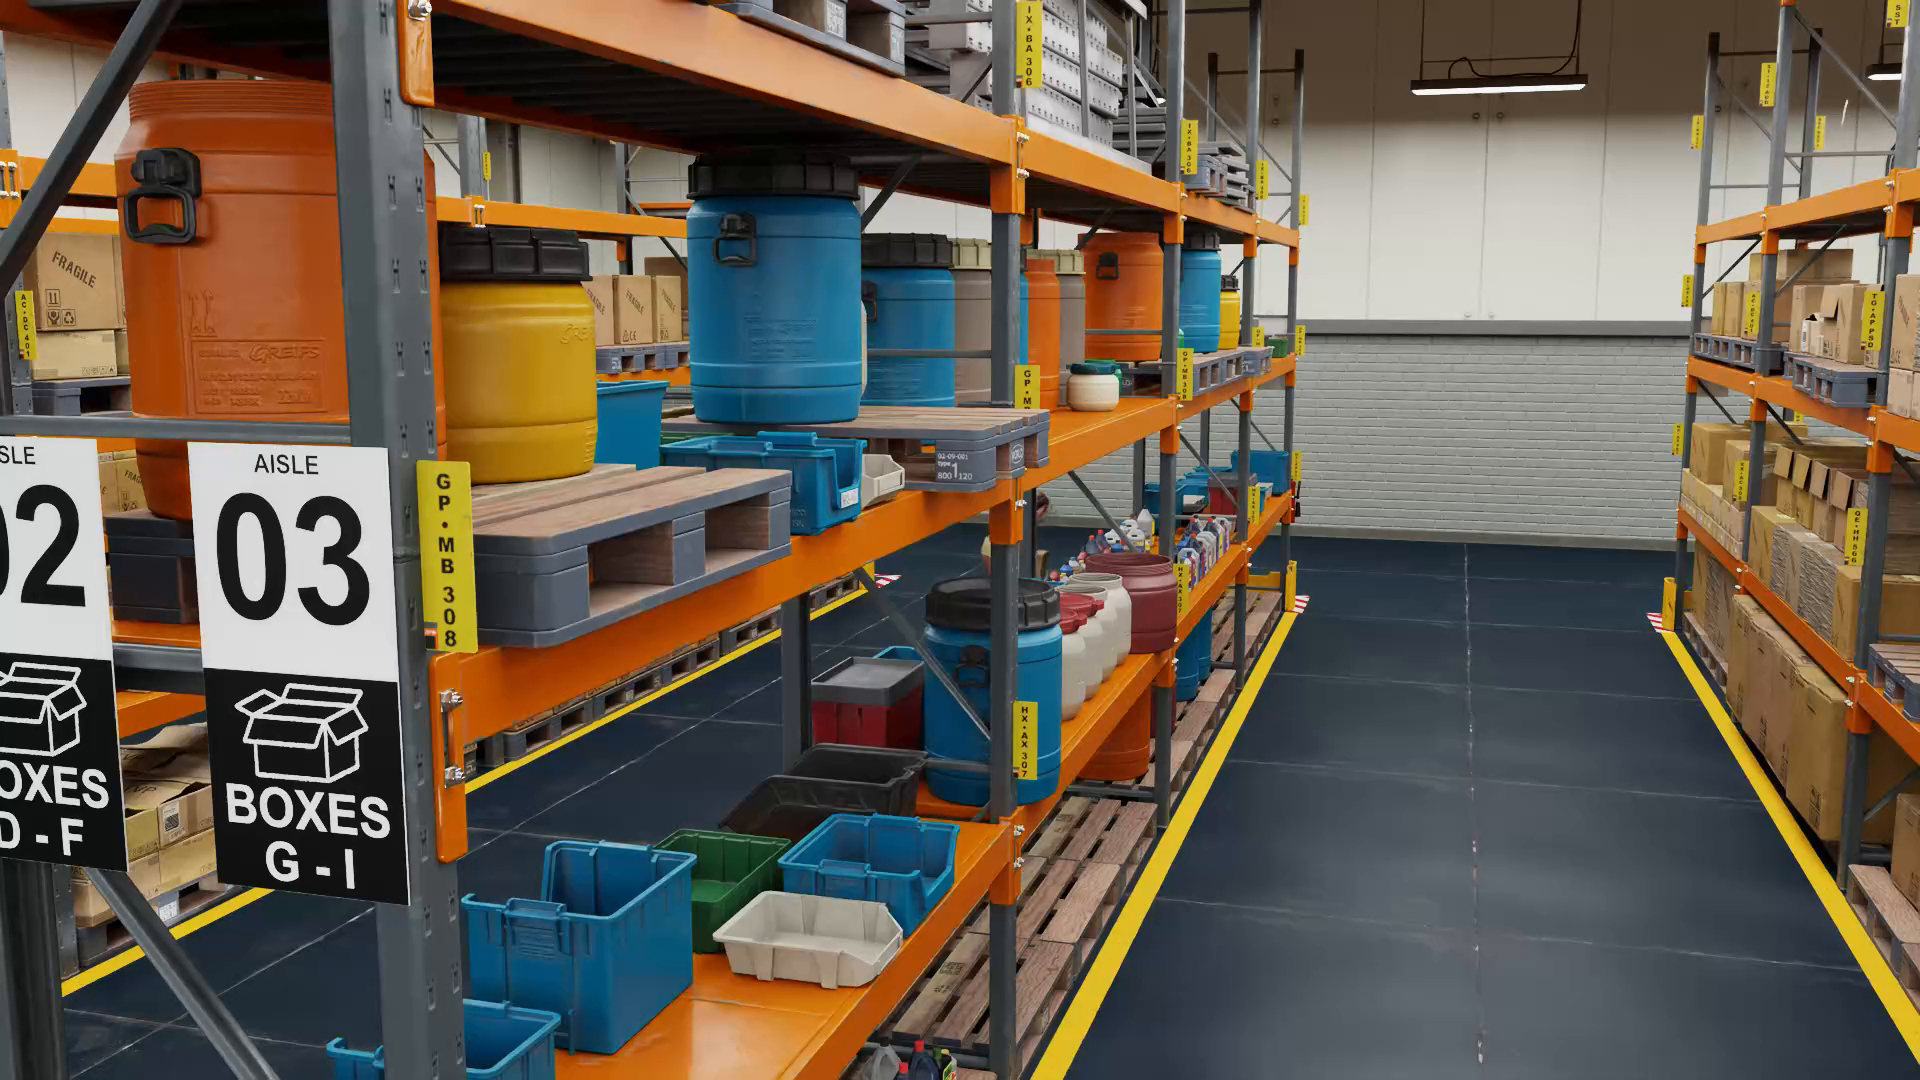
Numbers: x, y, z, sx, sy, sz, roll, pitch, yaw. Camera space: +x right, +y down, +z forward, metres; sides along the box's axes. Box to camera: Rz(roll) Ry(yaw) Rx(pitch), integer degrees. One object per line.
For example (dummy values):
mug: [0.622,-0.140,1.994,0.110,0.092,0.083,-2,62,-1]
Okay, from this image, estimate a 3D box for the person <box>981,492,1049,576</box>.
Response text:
person: [0.561,0.245,16.839,0.685,1.489,0.411,2,9,15]
